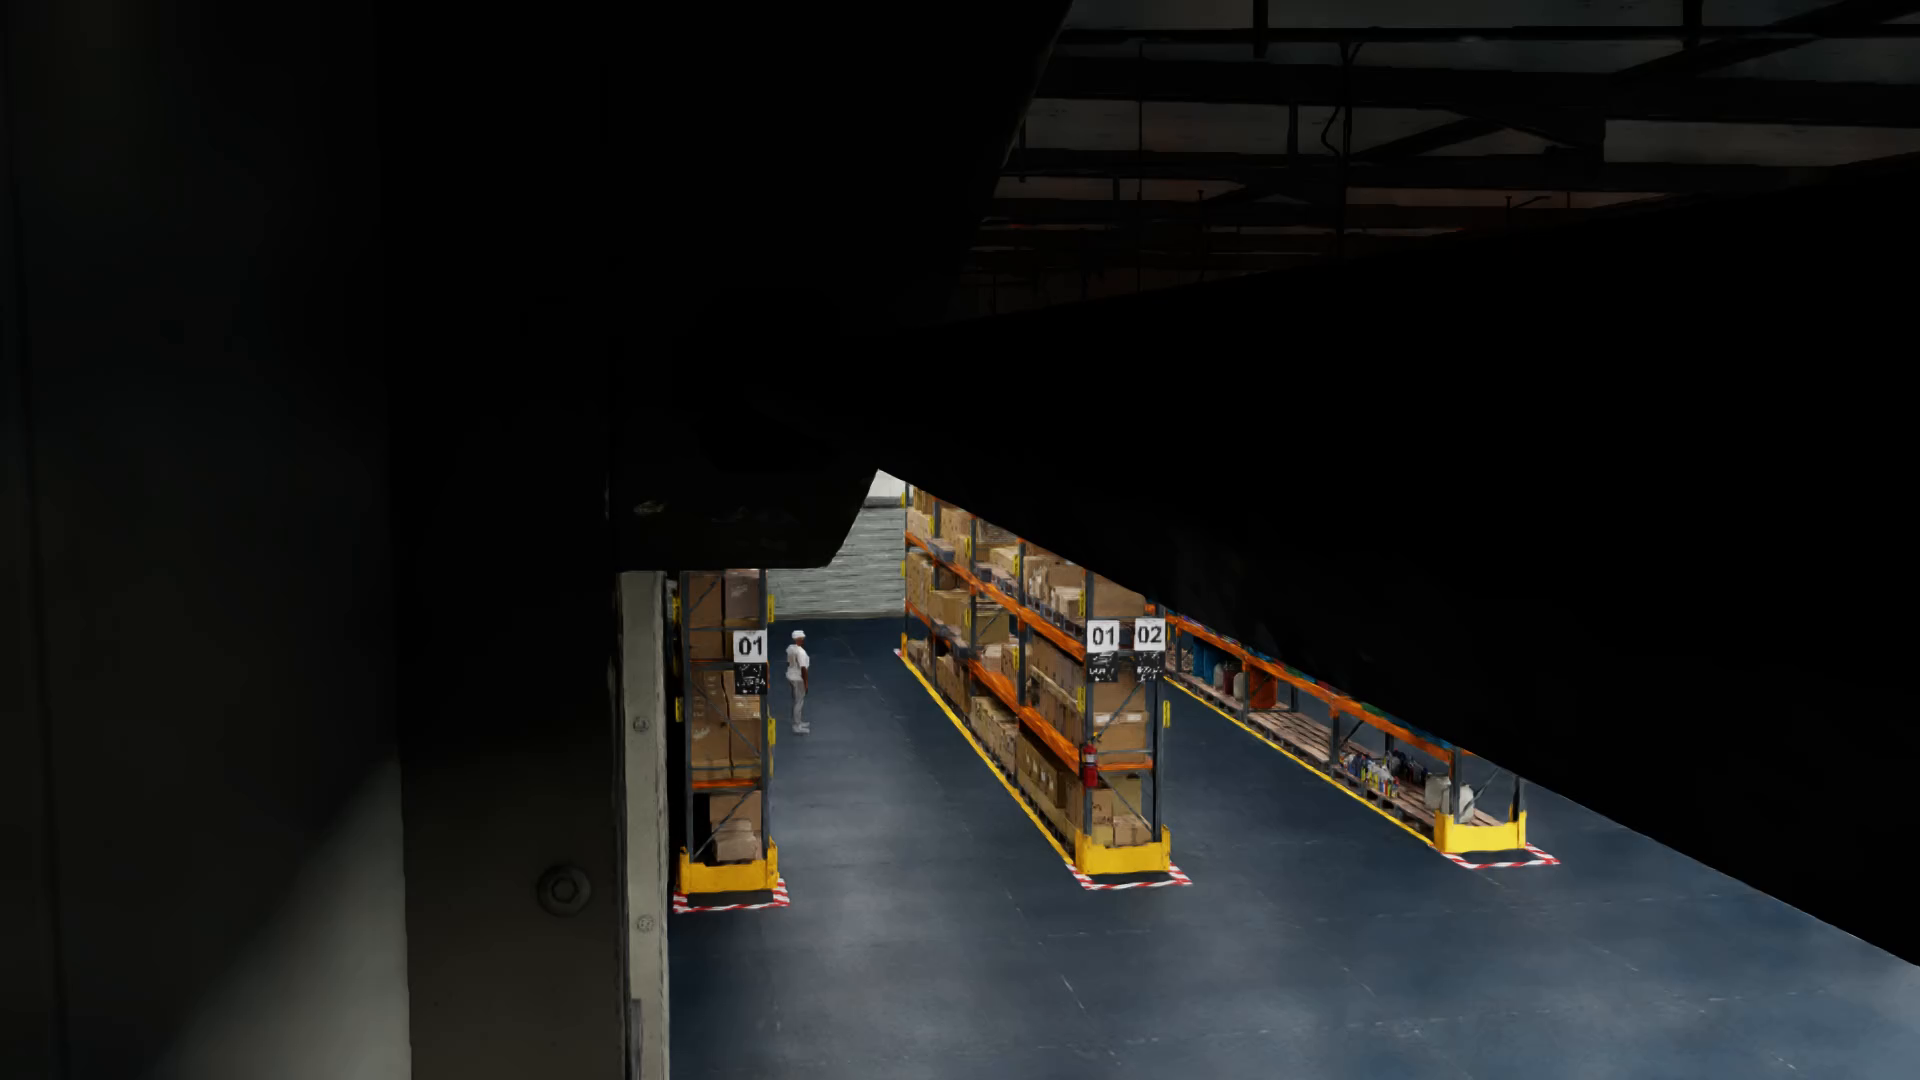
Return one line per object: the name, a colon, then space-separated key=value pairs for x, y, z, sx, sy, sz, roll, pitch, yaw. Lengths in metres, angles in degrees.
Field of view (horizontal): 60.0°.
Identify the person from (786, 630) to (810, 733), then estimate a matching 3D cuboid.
person: x=-2.778 y=2.434 z=28.949 sx=0.469 sy=1.758 sz=0.642 roll=-4 pitch=7 yaw=-31
